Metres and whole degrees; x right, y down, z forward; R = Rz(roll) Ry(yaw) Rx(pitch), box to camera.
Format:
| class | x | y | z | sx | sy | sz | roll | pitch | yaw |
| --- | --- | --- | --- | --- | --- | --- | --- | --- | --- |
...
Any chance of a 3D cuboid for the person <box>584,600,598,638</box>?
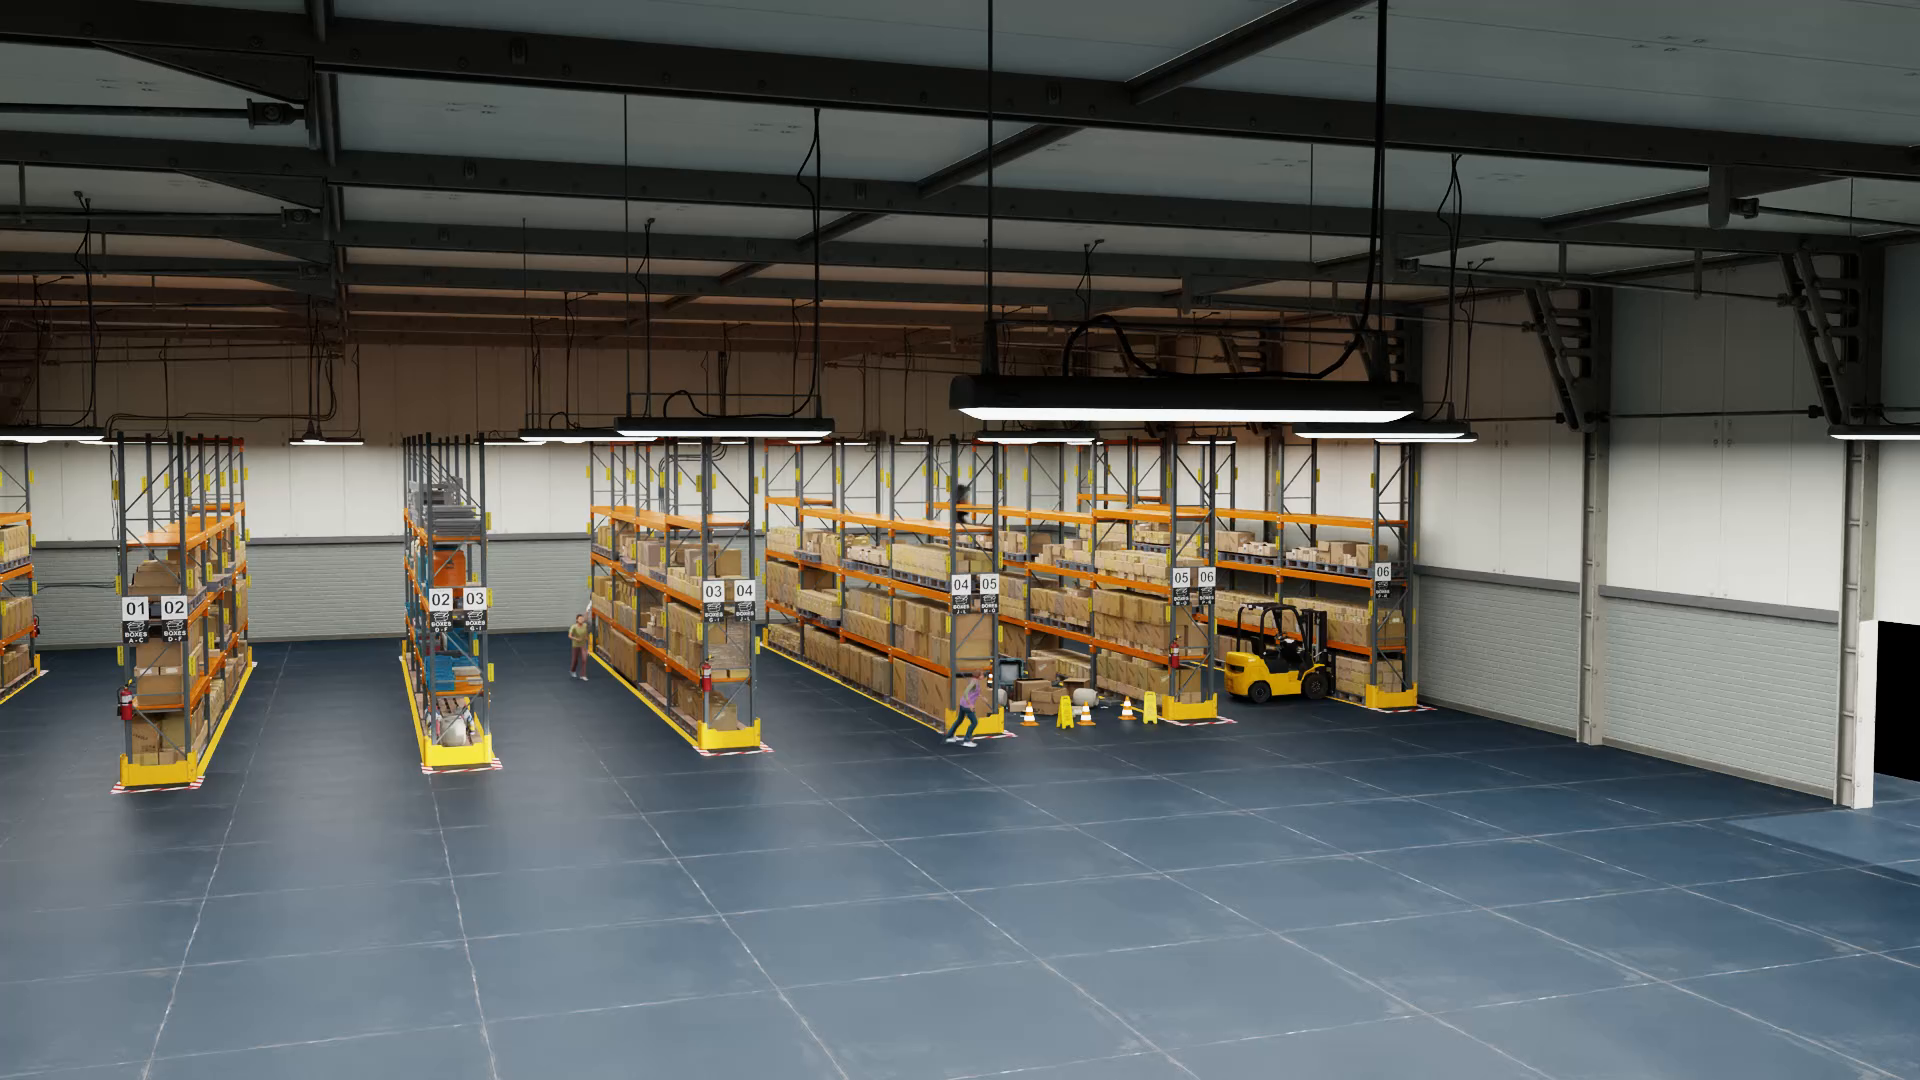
| class | x | y | z | sx | sy | sz | roll | pitch | yaw |
| --- | --- | --- | --- | --- | --- | --- | --- | --- | --- |
| person | -10.615 | 2.247 | 47.631 | 0.813 | 1.471 | 0.476 | -2 | 4 | -30 |

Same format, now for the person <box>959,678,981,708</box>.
| class | x | y | z | sx | sy | sz | roll | pitch | yaw |
| --- | --- | --- | --- | --- | --- | --- | --- | --- | --- |
| person | 0.202 | 2.931 | 31.883 | 0.421 | 0.578 | 0.500 | 0 | 3 | -3 |

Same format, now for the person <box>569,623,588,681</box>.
| class | x | y | z | sx | sy | sz | roll | pitch | yaw |
| --- | --- | --- | --- | --- | --- | --- | --- | --- | --- |
| person | -9.443 | 2.743 | 41.070 | 0.513 | 1.407 | 0.928 | -2 | 4 | -30 |
